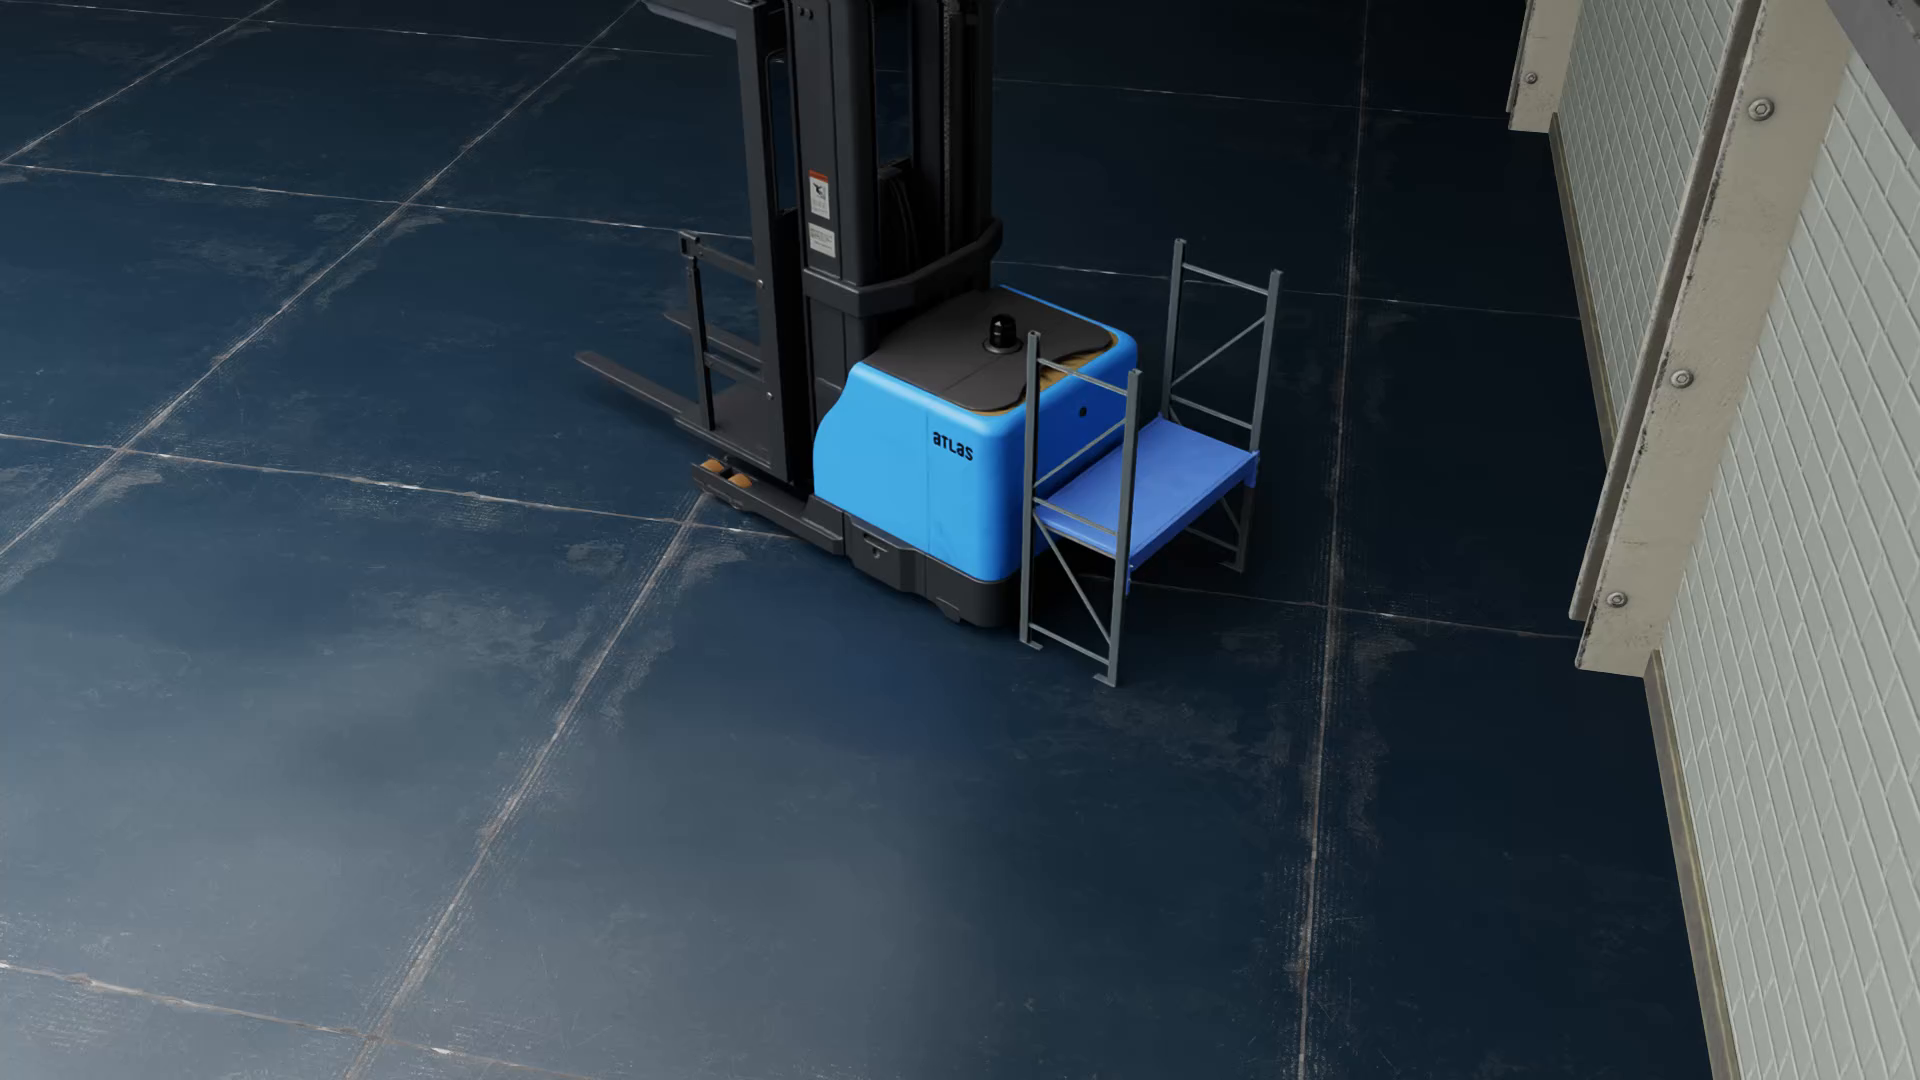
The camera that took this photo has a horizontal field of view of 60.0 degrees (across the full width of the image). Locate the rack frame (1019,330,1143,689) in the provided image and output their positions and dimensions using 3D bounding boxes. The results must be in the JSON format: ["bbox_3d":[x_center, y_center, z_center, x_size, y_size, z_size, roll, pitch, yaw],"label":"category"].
[{"bbox_3d":[0.460,-0.089,6.594,0.500,1.500,0.032,25,43,30],"label":"rack frame"}]

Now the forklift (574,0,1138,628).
[{"bbox_3d":[-0.663,-1.542,7.380,3.031,2.935,1.130,27,44,32],"label":"forklift"}]

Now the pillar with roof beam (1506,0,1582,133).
[{"bbox_3d":[-0.137,-7.177,9.985,9.100,9.000,0.400,7,37,10],"label":"pillar with roof beam"}]

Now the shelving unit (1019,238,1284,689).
[{"bbox_3d":[0.778,-0.321,6.915,0.538,1.500,1.048,25,43,30],"label":"shelving unit"}]

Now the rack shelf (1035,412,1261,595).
[{"bbox_3d":[0.778,-0.176,7.021,0.538,0.185,1.000,25,43,30],"label":"rack shelf"}]

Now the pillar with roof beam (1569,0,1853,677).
[{"bbox_3d":[-1.418,-3.737,5.239,9.100,9.000,0.400,7,37,10],"label":"pillar with roof beam"}]

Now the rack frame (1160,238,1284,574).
[{"bbox_3d":[1.096,-0.554,7.236,0.500,1.500,0.032,25,43,30],"label":"rack frame"}]
